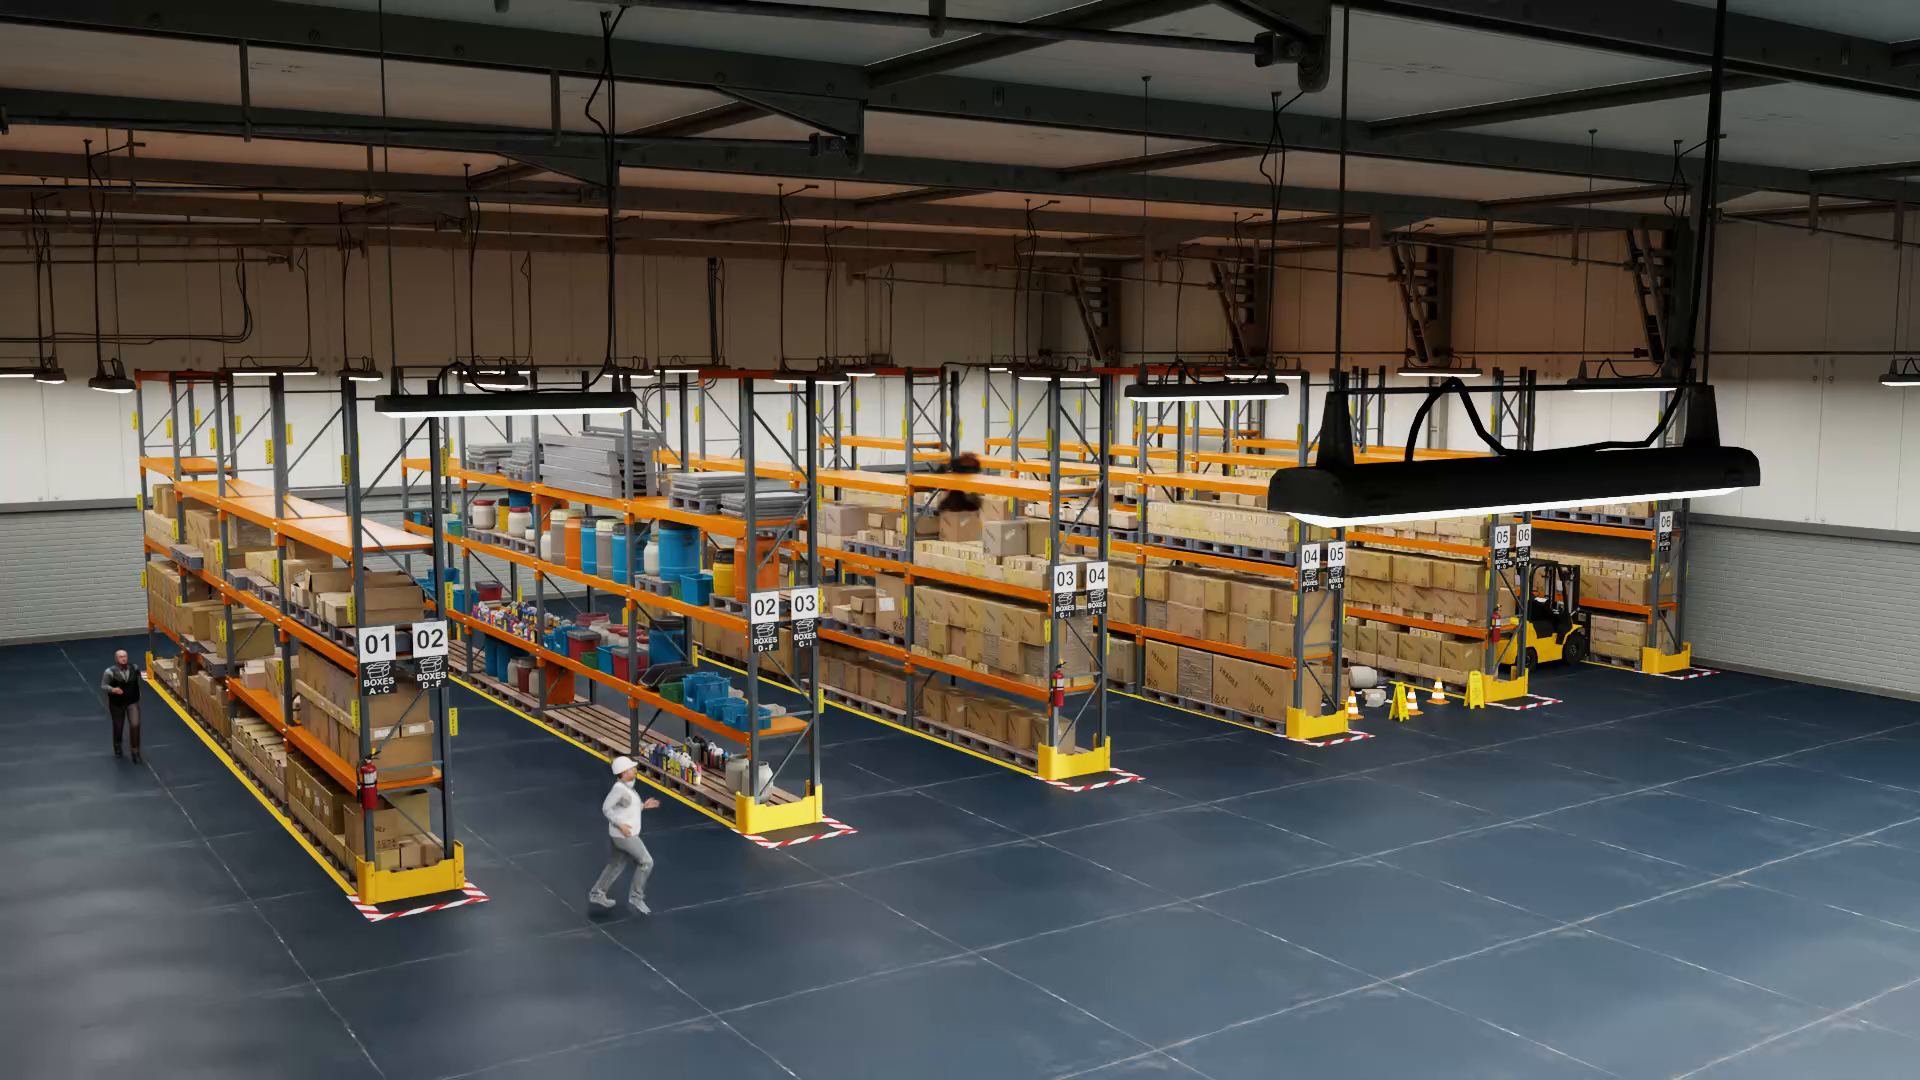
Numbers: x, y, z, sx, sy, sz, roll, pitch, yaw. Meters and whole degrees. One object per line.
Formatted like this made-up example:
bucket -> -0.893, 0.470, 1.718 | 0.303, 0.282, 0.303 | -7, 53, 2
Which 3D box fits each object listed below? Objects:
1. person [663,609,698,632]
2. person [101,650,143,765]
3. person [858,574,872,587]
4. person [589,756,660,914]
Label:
person -> -5.386, 1.801, 32.396 | 0.645, 1.812, 1.109 | -4, 8, -33
person -> -12.987, 2.560, 25.802 | 0.610, 1.754, 0.889 | -4, 8, -34
person -> -2.556, 0.703, 42.424 | 0.934, 1.715, 0.590 | -4, 8, -34
person -> -3.788, 3.345, 18.791 | 0.820, 1.823, 0.678 | -2, 7, -13
